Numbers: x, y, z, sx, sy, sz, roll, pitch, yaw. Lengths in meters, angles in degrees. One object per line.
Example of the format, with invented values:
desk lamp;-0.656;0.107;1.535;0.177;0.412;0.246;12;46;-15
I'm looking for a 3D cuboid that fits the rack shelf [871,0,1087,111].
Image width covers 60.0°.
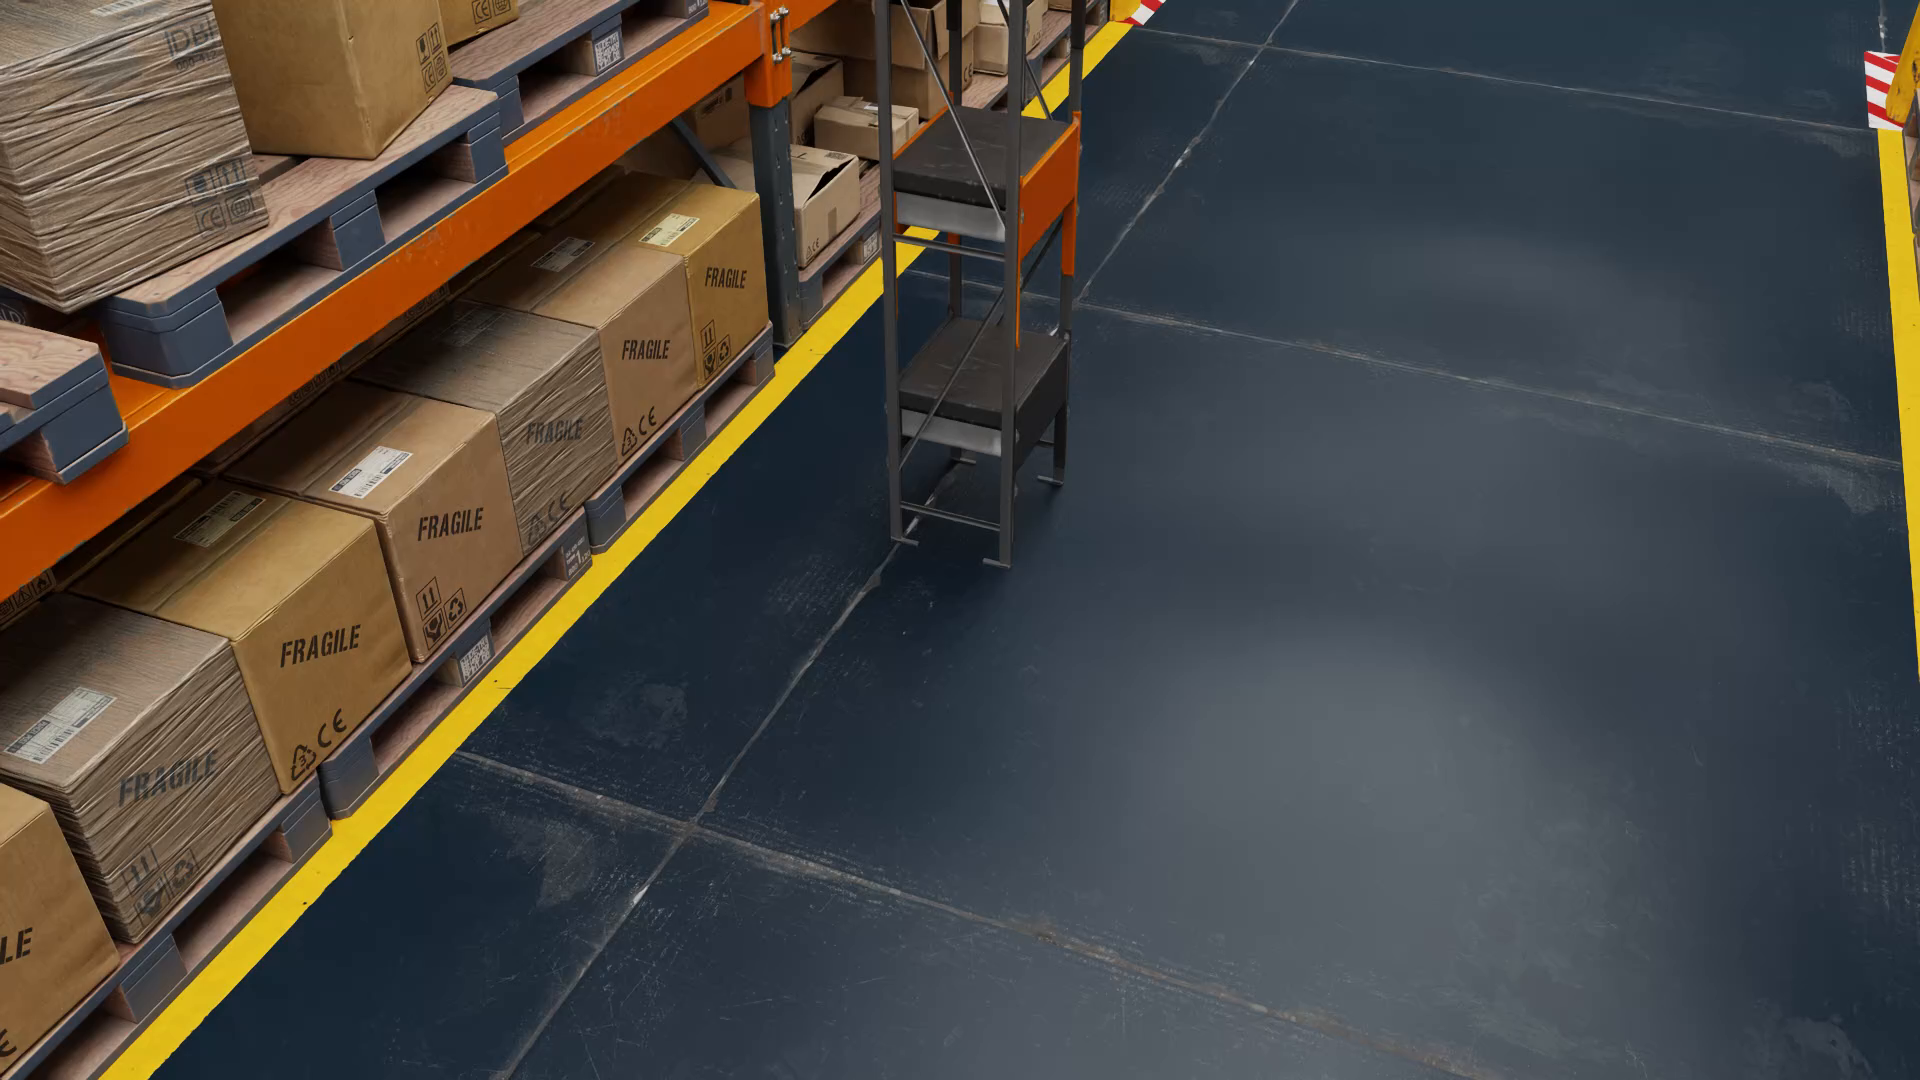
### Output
rack shelf;0.063;-1.482;4.333;0.431;0.518;0.480;14;39;18

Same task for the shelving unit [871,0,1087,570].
shelving unit;0.063;-0.933;4.744;0.431;2.100;0.503;14;39;18

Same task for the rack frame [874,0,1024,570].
rack frame;-0.030;-0.798;4.563;0.400;2.100;0.015;14;39;18

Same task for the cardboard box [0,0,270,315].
cardboard box;-1.940;-0.885;3.495;0.700;0.500;0.500;21;42;26

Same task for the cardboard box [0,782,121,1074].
cardboard box;-2.163;0.798;3.397;0.500;0.500;0.500;15;39;20

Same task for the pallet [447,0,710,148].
pallet;-1.483;-1.560;4.992;1.003;0.211;1.213;14;39;18

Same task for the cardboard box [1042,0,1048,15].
cardboard box;0.227;-2.749;8.422;0.380;0.166;0.250;14;39;18

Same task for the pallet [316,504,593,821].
pallet;-1.816;0.199;4.807;1.003;0.211;1.213;14;39;18

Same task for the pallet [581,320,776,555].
pallet;-1.353;-0.478;5.714;1.003;0.211;1.213;14;39;18

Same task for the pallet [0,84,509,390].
pallet;-1.865;-0.841;4.029;1.003;0.211;1.213;14;39;18

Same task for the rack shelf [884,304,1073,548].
rack shelf;0.063;-0.361;5.171;0.431;0.518;0.480;14;39;18

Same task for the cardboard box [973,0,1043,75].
cardboard box;0.075;-2.468;7.975;0.500;0.250;0.500;14;39;18

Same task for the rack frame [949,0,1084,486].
rack frame;0.156;-1.068;4.925;0.400;2.100;0.015;14;39;18

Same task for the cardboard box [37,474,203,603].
cardboard box;-2.264;0.128;4.294;0.500;0.500;0.500;12;39;16

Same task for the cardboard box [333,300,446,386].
cardboard box;-1.877;-0.444;5.059;0.500;0.500;0.500;14;39;18

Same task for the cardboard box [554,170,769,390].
cardboard box;-1.001;-0.891;5.657;0.500;0.500;0.500;14;39;17

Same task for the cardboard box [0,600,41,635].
cardboard box;-2.462;0.414;3.911;0.500;0.500;0.500;15;39;20

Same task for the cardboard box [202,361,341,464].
cardboard box;-2.059;-0.486;4.489;0.500;0.250;0.500;13;39;17

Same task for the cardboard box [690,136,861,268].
cardboard box;-0.719;-1.337;6.411;0.500;0.311;0.500;14;39;18

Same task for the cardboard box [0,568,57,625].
cardboard box;-2.444;0.082;3.730;0.500;0.250;0.500;15;39;19

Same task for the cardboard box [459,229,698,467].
cardboard box;-1.197;-0.619;5.293;0.500;0.500;0.500;14;39;18

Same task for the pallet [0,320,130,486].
pallet;-2.407;-0.154;3.111;1.213;0.211;1.003;14;39;18

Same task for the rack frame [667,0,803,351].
rack frame;-1.078;-2.054;5.493;1.000;3.000;0.127;14;39;18

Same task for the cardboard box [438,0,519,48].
cardboard box;-1.668;-1.656;4.526;0.700;0.500;0.500;20;41;25

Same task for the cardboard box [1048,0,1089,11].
cardboard box;0.465;-3.087;8.595;0.500;0.500;0.500;14;39;18

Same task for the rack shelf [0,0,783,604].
rack shelf;-1.839;-0.659;4.227;1.077;0.370;4.000;14;39;18

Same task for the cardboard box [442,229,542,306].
cardboard box;-1.680;-0.719;5.427;0.500;0.500;0.500;14;39;18

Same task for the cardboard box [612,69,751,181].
cardboard box;-1.124;-1.609;6.618;0.500;0.500;0.500;14;39;18

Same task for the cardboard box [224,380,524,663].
cardboard box;-1.580;-0.059;4.544;0.500;0.500;0.500;13;39;16

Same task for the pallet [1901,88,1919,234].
pallet;4.673;-1.574;7.179;1.003;0.211;1.213;14;39;18

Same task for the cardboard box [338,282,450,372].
cardboard box;-1.868;-0.764;4.860;0.500;0.250;0.500;14;39;18

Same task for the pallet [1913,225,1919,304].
pallet;4.208;-0.901;6.279;1.003;0.211;1.213;14;39;18

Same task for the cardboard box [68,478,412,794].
cardboard box;-1.773;0.231;4.156;0.500;0.500;0.500;13;39;17

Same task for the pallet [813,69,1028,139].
pallet;-0.353;-1.995;7.743;1.003;0.211;1.213;14;39;18

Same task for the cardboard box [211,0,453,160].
cardboard box;-1.693;-1.270;4.010;0.700;0.500;0.500;5;37;6

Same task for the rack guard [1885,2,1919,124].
rack guard;5.020;-2.154;7.714;1.175;0.500;0.348;14;39;18

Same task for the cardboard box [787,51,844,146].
cardboard box;-0.838;-1.949;7.230;0.500;0.311;0.500;14;39;18

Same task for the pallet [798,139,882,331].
pallet;-0.816;-1.317;6.836;1.003;0.211;1.213;14;39;18

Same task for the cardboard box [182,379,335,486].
cardboard box;-2.070;-0.164;4.685;0.500;0.500;0.500;12;39;16

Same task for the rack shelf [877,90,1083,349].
rack shelf;0.063;-0.922;4.752;0.431;0.518;0.480;14;39;18

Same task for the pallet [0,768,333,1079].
pallet;-2.281;0.872;3.906;1.003;0.211;1.213;14;39;18

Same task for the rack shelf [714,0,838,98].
rack shelf;-0.317;-2.874;7.190;1.077;0.370;4.000;14;39;18

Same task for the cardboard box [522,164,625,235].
cardboard box;-1.488;-1.017;5.826;0.500;0.500;0.500;12;38;16

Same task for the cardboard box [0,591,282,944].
cardboard box;-1.969;0.507;3.786;0.500;0.500;0.500;12;39;16

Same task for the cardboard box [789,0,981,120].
cardboard box;-0.368;-2.272;7.502;0.797;0.503;0.637;14;39;18

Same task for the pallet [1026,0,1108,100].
pallet;0.112;-2.668;8.644;1.003;0.211;1.213;14;39;18

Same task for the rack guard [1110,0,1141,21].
rack guard;0.415;-3.226;9.148;1.175;0.500;0.348;14;39;18

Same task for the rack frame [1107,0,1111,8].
rack frame;0.444;-4.269;8.456;1.000;3.000;0.127;14;39;18

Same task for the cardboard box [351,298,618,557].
cardboard box;-1.388;-0.342;4.922;0.500;0.500;0.500;14;39;18

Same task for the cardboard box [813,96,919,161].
cardboard box;-0.399;-1.760;7.098;0.380;0.166;0.250;14;39;18
